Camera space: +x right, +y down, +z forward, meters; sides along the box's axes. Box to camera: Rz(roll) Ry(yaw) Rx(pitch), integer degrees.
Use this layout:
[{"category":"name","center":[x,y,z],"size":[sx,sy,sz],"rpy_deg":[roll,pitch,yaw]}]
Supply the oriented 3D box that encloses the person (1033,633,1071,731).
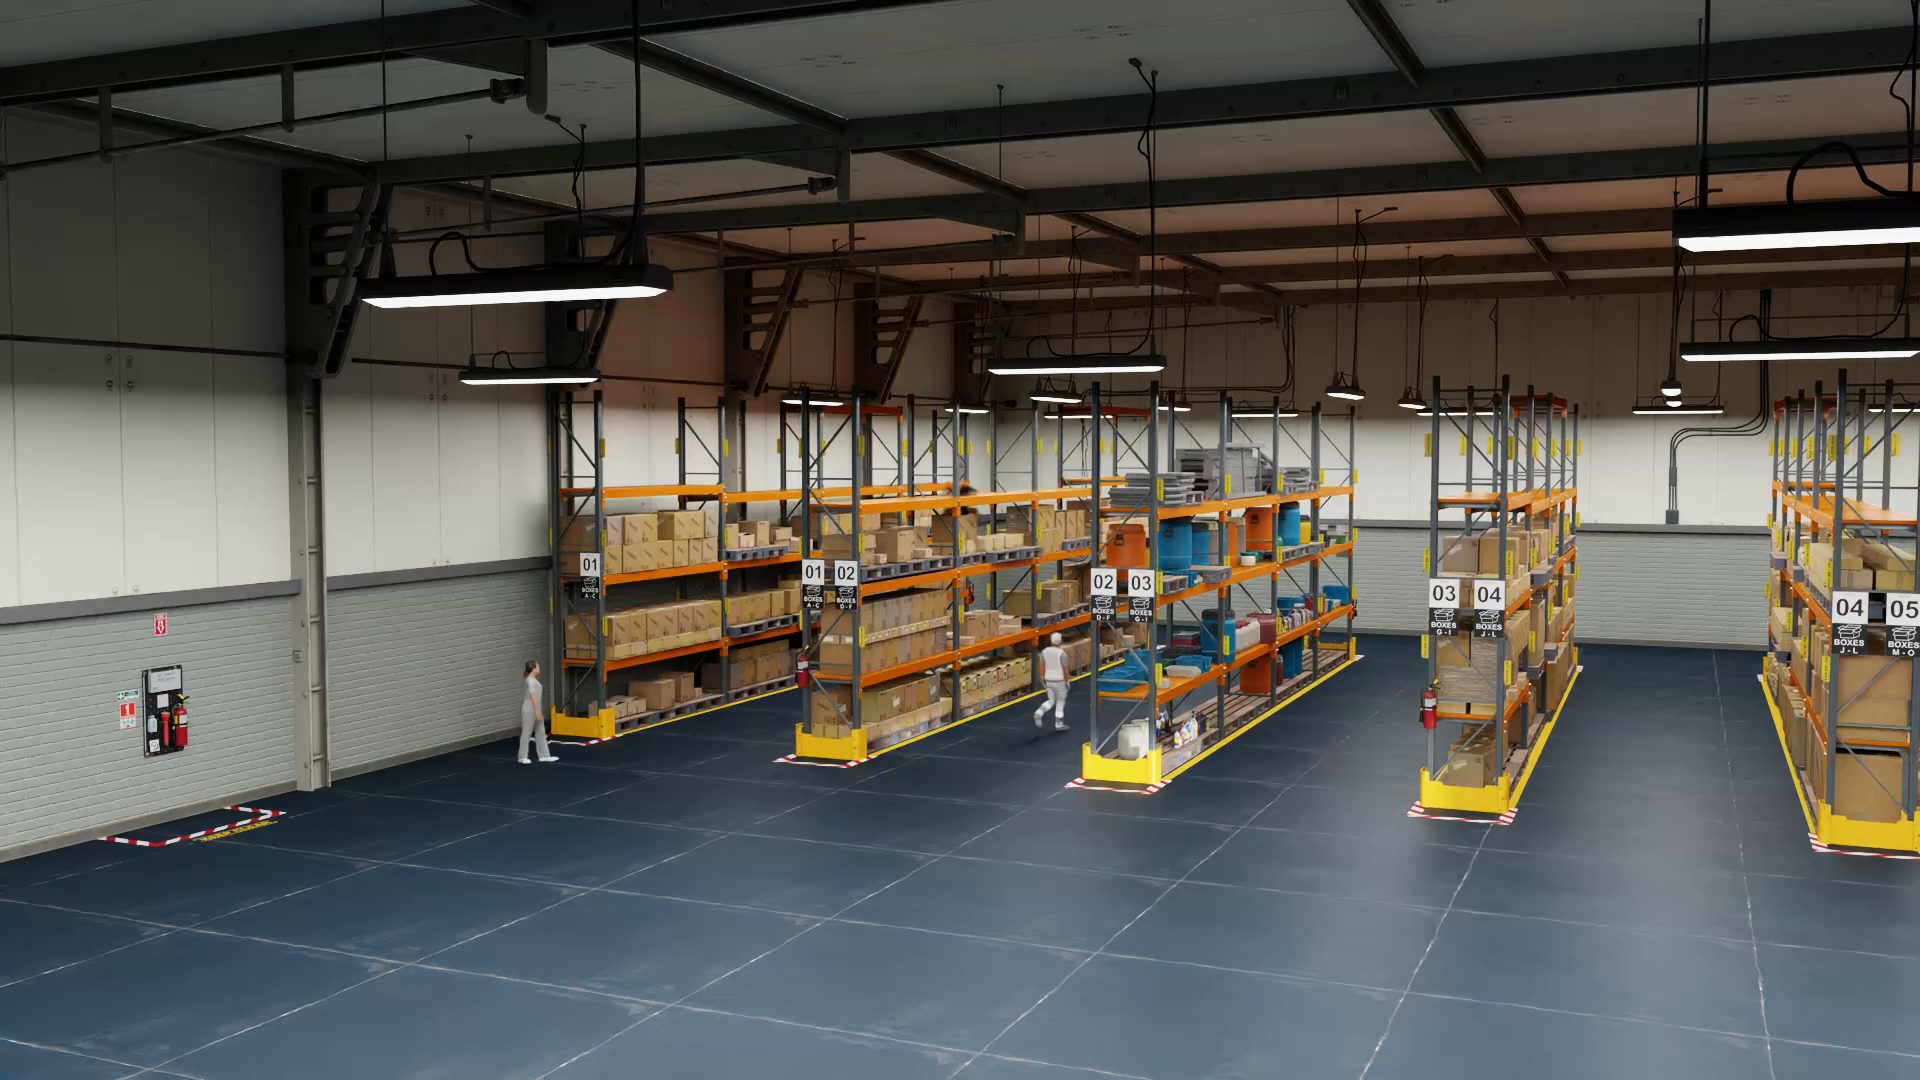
[{"category":"person","center":[1.653,2.496,29.286],"size":[0.699,1.759,0.570],"rpy_deg":[-2,4,-32]}]

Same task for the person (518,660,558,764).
[{"category":"person","center":[-6.730,2.717,26.336],"size":[0.592,1.662,0.494],"rpy_deg":[0,3,5]}]
